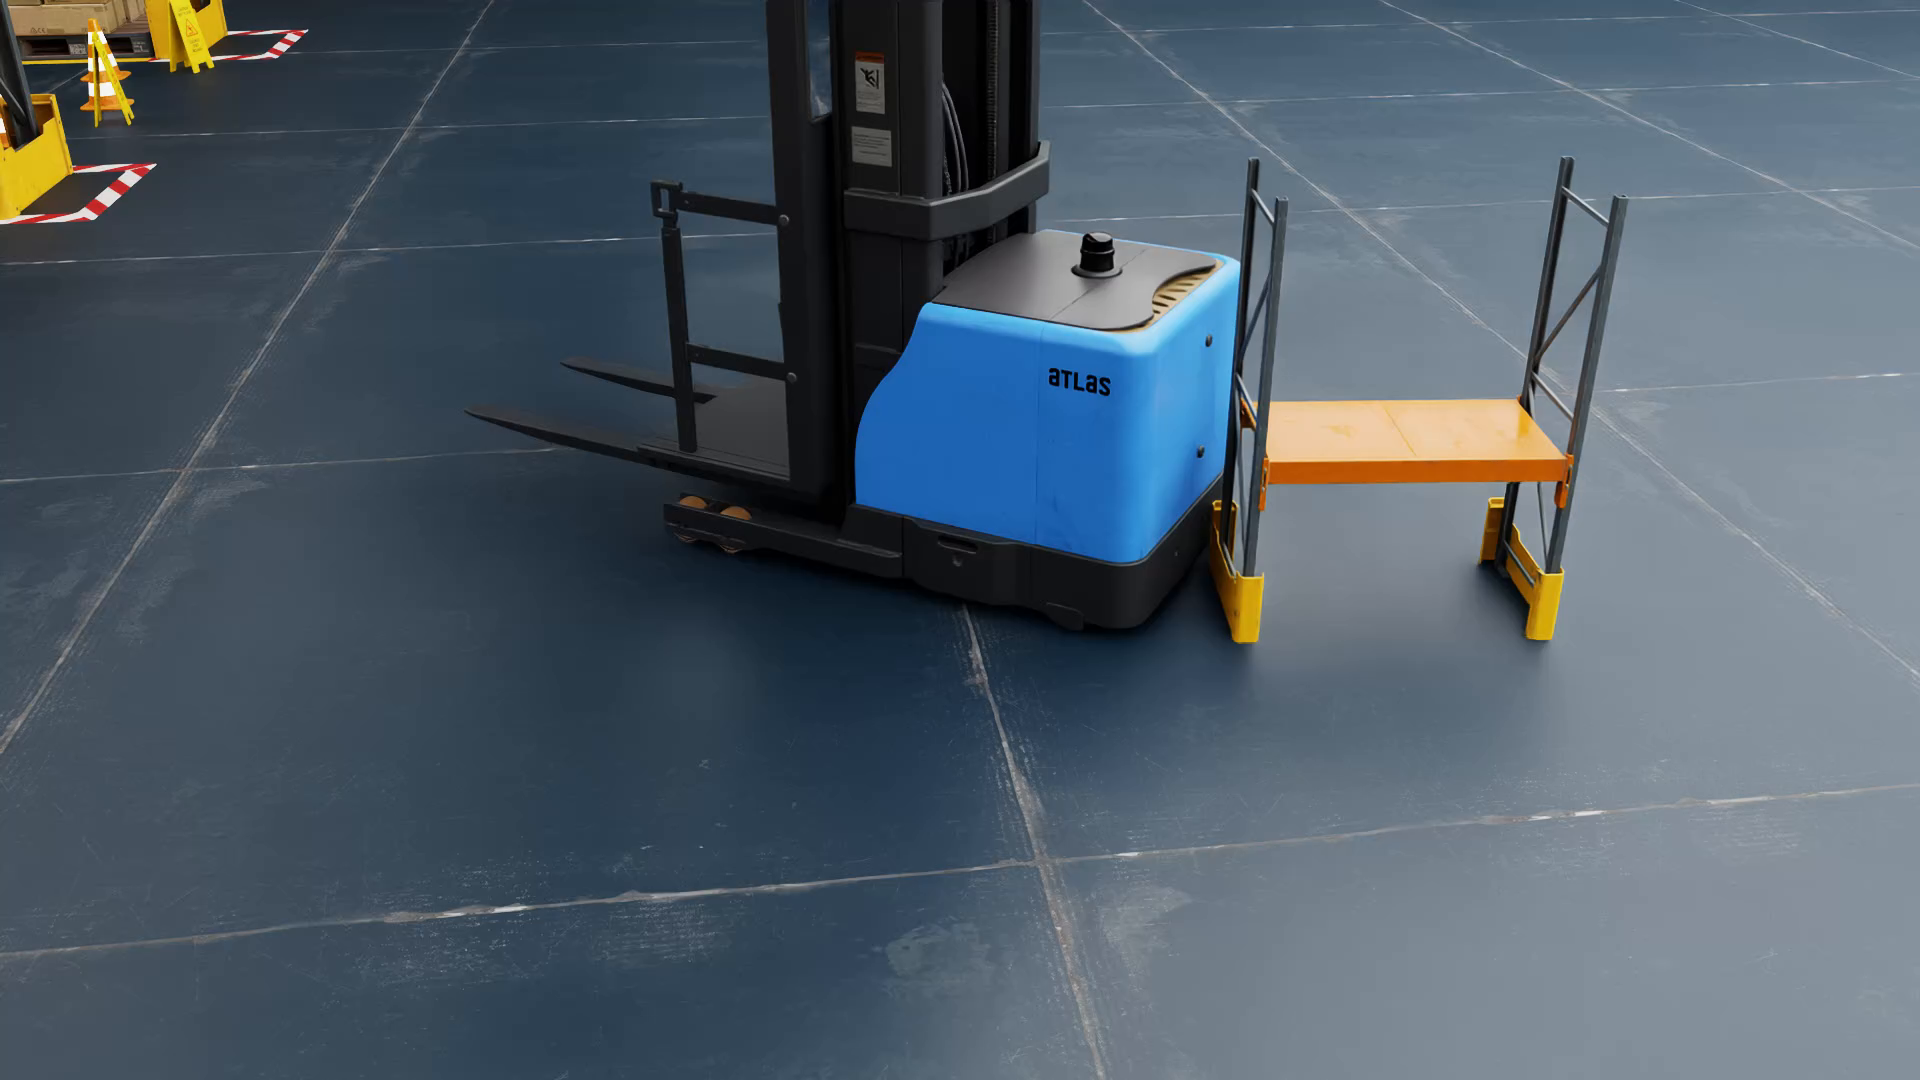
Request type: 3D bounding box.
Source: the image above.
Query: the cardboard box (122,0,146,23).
[{"bbox_3d":[-7.604,-4.783,14.838,0.500,0.250,0.500,-4,27,-8],"label":"cardboard box"}]

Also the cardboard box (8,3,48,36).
[{"bbox_3d":[-8.044,-4.507,14.300,0.500,0.250,0.500,-4,27,-7],"label":"cardboard box"}]

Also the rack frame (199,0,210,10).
[{"bbox_3d":[-6.767,-5.746,14.163,0.127,3.000,1.000,-4,27,-7],"label":"rack frame"}]

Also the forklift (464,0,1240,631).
[{"bbox_3d":[-0.533,-1.457,5.879,3.031,2.935,1.130,13,30,24],"label":"forklift"}]

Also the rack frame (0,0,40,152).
[{"bbox_3d":[-5.977,-3.515,9.814,0.127,3.000,1.000,-4,27,-7],"label":"rack frame"}]

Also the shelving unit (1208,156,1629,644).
[{"bbox_3d":[1.452,-0.458,5.500,1.083,1.500,0.587,-1,27,-1],"label":"shelving unit"}]

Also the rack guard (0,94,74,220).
[{"bbox_3d":[-5.953,-2.404,10.388,0.348,0.500,1.175,-4,27,-7],"label":"rack guard"}]

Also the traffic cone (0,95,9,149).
[{"bbox_3d":[-6.701,-2.994,11.579,0.334,0.463,0.336,-4,27,-7],"label":"traffic cone"}]

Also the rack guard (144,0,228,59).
[{"bbox_3d":[-6.842,-4.629,14.724,0.348,0.500,1.175,-4,27,-7],"label":"rack guard"}]

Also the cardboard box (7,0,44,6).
[{"bbox_3d":[-8.040,-4.840,14.127,0.500,0.500,0.500,-3,27,-5],"label":"cardboard box"}]

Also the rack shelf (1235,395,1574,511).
[{"bbox_3d":[1.461,-0.298,5.583,1.000,0.185,0.538,-1,27,-1],"label":"rack shelf"}]

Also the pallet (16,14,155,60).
[{"bbox_3d":[-7.652,-4.465,14.720,1.213,0.211,1.003,-4,27,-7],"label":"pallet"}]

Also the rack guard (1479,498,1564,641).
[{"bbox_3d":[1.950,0.092,5.796,0.087,0.250,0.587,-1,27,-1],"label":"rack guard"}]

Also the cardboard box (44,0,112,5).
[{"bbox_3d":[-7.524,-4.874,14.194,0.500,0.500,0.500,-4,27,-7],"label":"cardboard box"}]

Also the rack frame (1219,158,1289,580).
[{"bbox_3d":[0.953,-0.453,5.490,0.032,1.500,0.500,-1,27,-1],"label":"rack frame"}]

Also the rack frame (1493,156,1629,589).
[{"bbox_3d":[1.970,-0.464,5.511,0.032,1.500,0.500,-1,27,-1],"label":"rack frame"}]

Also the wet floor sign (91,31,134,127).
[{"bbox_3d":[-6.224,-3.364,12.100,0.232,0.644,0.267,-8,28,-16],"label":"wet floor sign"}]

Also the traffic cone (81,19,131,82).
[{"bbox_3d":[-7.013,-4.007,13.552,0.334,0.463,0.336,-4,27,-7],"label":"traffic cone"}]

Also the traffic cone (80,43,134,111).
[{"bbox_3d":[-6.522,-3.527,12.616,0.334,0.463,0.336,-4,27,-7],"label":"traffic cone"}]

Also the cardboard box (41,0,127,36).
[{"bbox_3d":[-7.554,-4.535,14.354,0.500,0.250,0.500,-4,27,-7],"label":"cardboard box"}]

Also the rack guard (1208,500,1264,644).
[{"bbox_3d":[0.954,0.103,5.775,0.087,0.250,0.587,-1,27,-1],"label":"rack guard"}]

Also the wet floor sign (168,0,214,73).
[{"bbox_3d":[-6.430,-4.227,13.781,0.232,0.644,0.267,6,28,11],"label":"wet floor sign"}]
